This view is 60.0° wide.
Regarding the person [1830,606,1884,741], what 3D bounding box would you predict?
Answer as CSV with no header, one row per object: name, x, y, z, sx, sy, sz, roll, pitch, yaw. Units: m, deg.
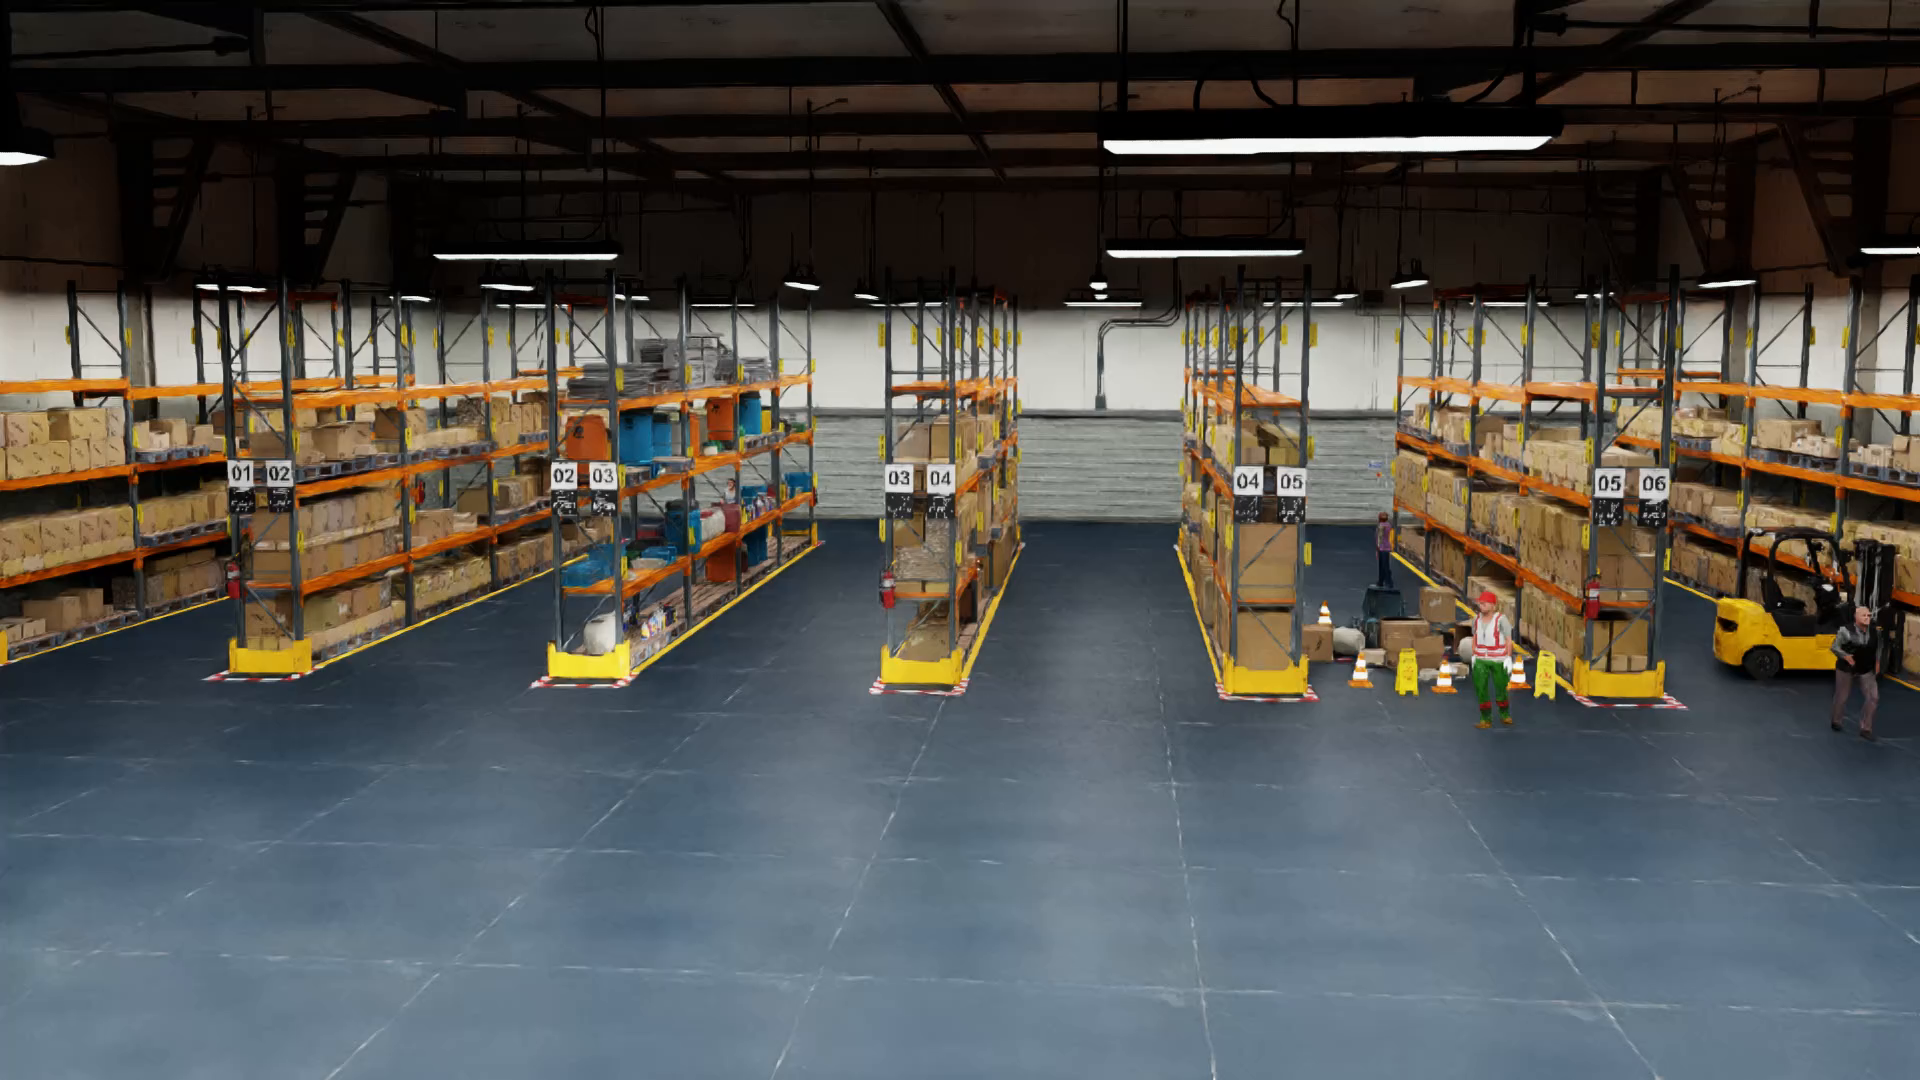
person,11.299,1.641,20.960,0.680,1.658,0.866,1,7,11

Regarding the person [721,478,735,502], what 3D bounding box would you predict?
person,-5.551,-0.719,40.574,0.580,1.619,0.507,1,7,5

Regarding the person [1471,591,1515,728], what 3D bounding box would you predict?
person,6.877,1.531,21.440,0.579,1.775,0.564,6,9,41

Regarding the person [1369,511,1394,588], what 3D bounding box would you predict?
person,8.349,0.210,32.884,0.532,1.587,0.523,4,8,29
